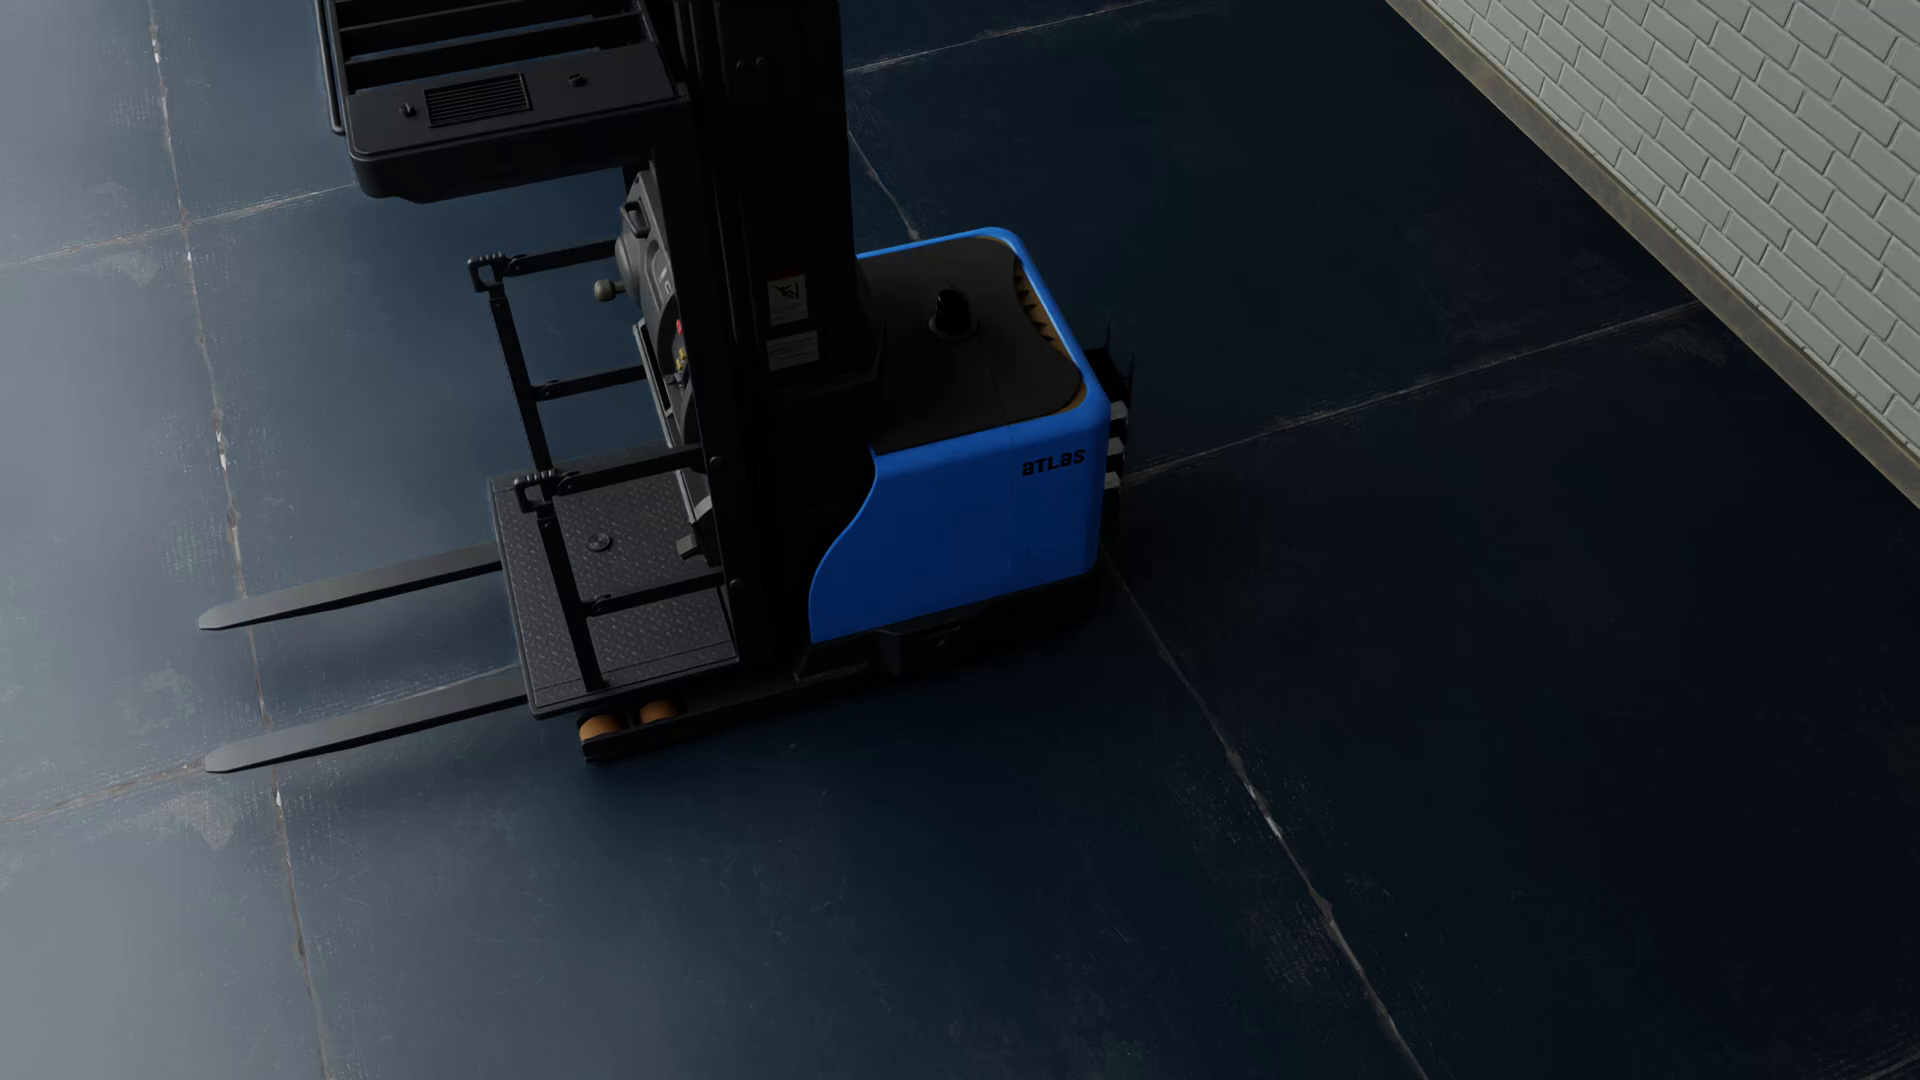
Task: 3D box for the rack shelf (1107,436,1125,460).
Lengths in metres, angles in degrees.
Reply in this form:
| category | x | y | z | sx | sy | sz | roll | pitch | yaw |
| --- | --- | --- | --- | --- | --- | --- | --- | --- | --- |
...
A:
| category | x | y | z | sx | sy | sz | roll | pitch | yaw |
| --- | --- | --- | --- | --- | --- | --- | --- | --- | --- |
| rack shelf | 0.457 | -0.379 | 6.026 | 0.200 | 0.077 | 0.258 | -14 | 51 | -12 |

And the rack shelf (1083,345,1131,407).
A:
| category | x | y | z | sx | sy | sz | roll | pitch | yaw |
| --- | --- | --- | --- | --- | --- | --- | --- | --- | --- |
| rack shelf | 0.457 | -0.555 | 5.821 | 0.200 | 0.077 | 0.258 | -14 | 51 | -12 |

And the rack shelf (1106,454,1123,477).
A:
| category | x | y | z | sx | sy | sz | roll | pitch | yaw |
| --- | --- | --- | --- | --- | --- | --- | --- | --- | --- |
| rack shelf | 0.457 | -0.320 | 6.094 | 0.200 | 0.077 | 0.258 | -14 | 51 | -12 |

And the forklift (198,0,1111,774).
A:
| category | x | y | z | sx | sy | sz | roll | pitch | yaw |
| --- | --- | --- | --- | --- | --- | --- | --- | --- | --- |
| forklift | -1.082 | -0.666 | 4.890 | 3.031 | 2.935 | 1.130 | -14 | 51 | -12 |

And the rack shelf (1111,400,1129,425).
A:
| category | x | y | z | sx | sy | sz | roll | pitch | yaw |
| --- | --- | --- | --- | --- | --- | --- | --- | --- | --- |
| rack shelf | 0.457 | -0.496 | 5.889 | 0.200 | 0.077 | 0.258 | -14 | 51 | -12 |

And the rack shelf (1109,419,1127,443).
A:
| category | x | y | z | sx | sy | sz | roll | pitch | yaw |
| --- | --- | --- | --- | --- | --- | --- | --- | --- | --- |
| rack shelf | 0.457 | -0.437 | 5.958 | 0.200 | 0.077 | 0.258 | -14 | 51 | -12 |

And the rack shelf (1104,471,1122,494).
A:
| category | x | y | z | sx | sy | sz | roll | pitch | yaw |
| --- | --- | --- | --- | --- | --- | --- | --- | --- | --- |
| rack shelf | 0.457 | -0.261 | 6.163 | 0.200 | 0.077 | 0.258 | -14 | 51 | -12 |

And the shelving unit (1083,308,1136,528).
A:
| category | x | y | z | sx | sy | sz | roll | pitch | yaw |
| --- | --- | --- | --- | --- | --- | --- | --- | --- | --- |
| shelving unit | 0.457 | -0.400 | 6.001 | 0.210 | 0.900 | 0.258 | -14 | 51 | -12 |

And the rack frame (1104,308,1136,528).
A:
| category | x | y | z | sx | sy | sz | roll | pitch | yaw |
| --- | --- | --- | --- | --- | --- | --- | --- | --- | --- |
| rack frame | 0.554 | -0.425 | 6.021 | 0.006 | 0.900 | 0.240 | -14 | 51 | -12 |
